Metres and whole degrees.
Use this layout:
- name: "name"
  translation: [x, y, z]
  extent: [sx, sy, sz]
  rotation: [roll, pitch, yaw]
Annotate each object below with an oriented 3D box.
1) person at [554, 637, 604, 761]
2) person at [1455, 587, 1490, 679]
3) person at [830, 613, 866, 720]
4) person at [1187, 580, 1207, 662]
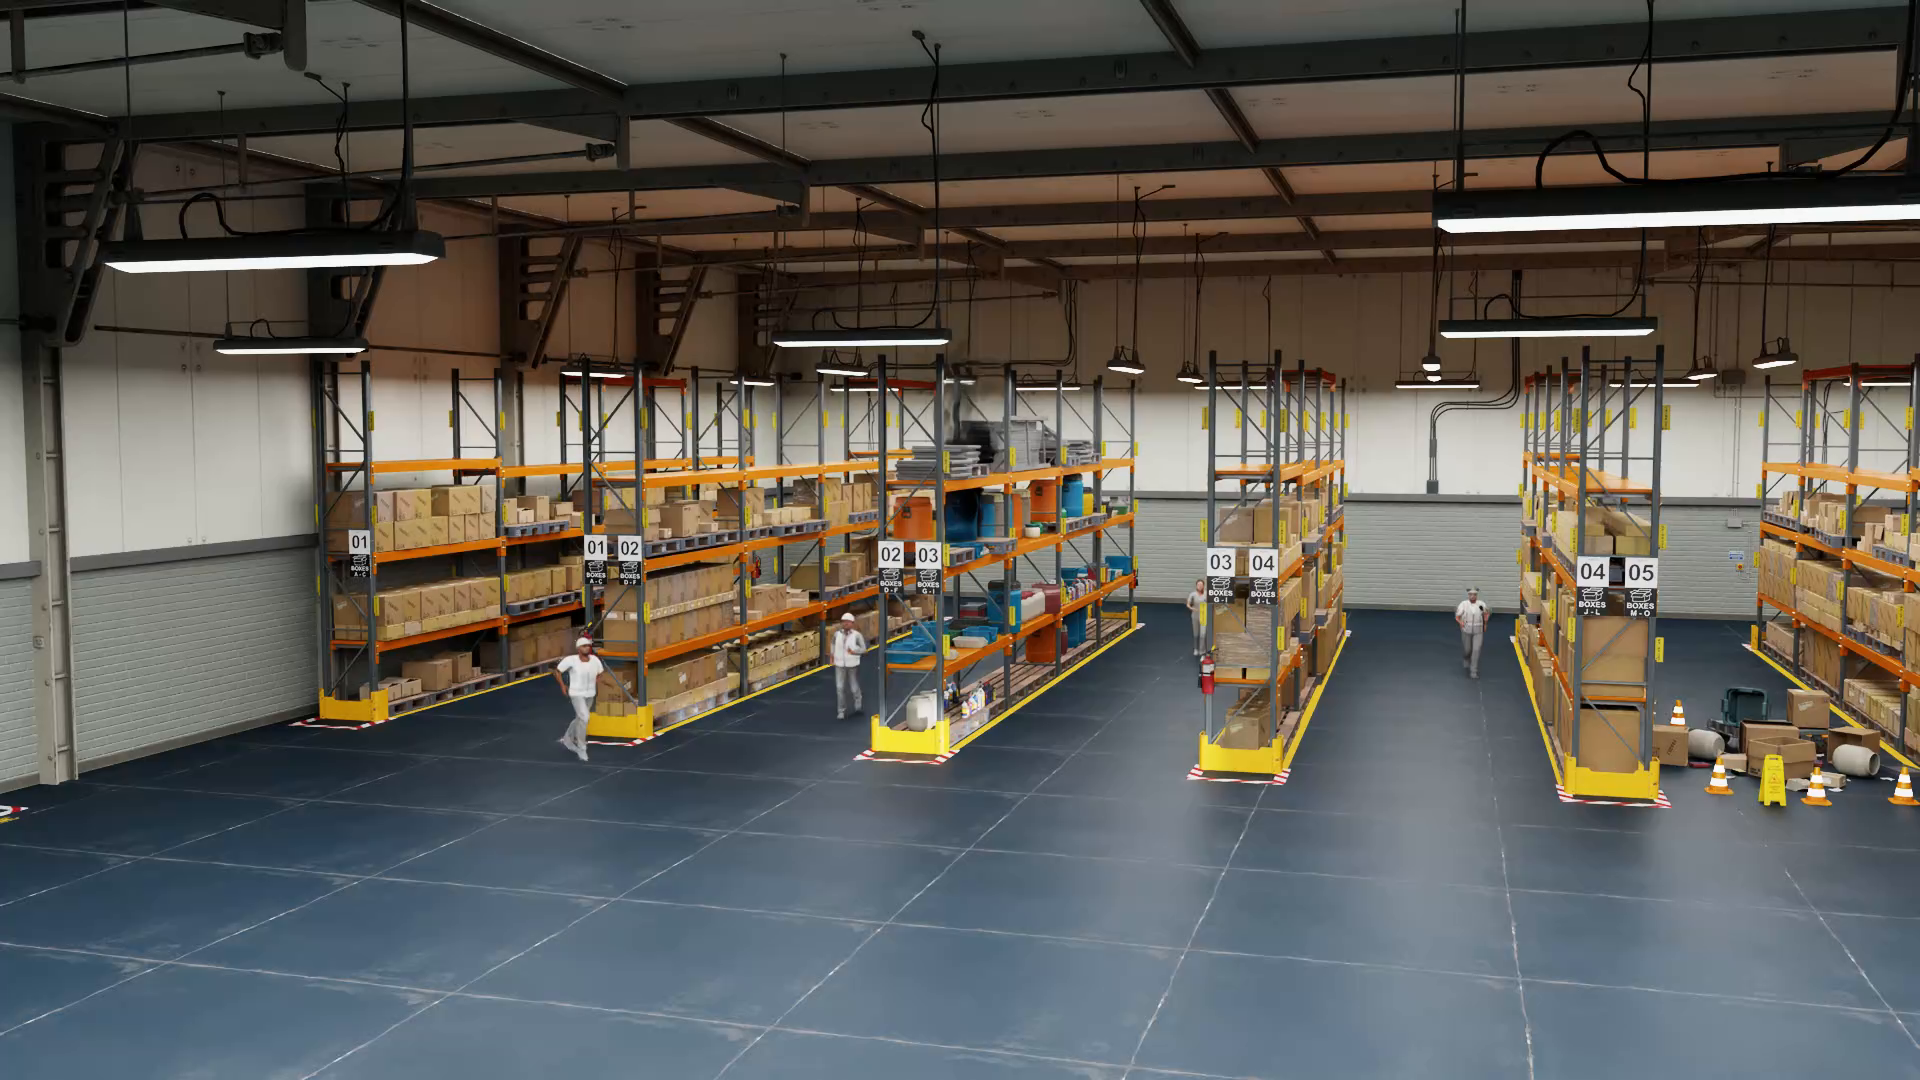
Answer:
- name: "person"
  translation: [-5.658, 2.351, 24.886]
  extent: [0.788, 1.821, 0.697]
  rotation: [4, 5, 41]
- name: "person"
  translation: [10.065, 1.803, 32.653]
  extent: [0.663, 1.783, 0.832]
  rotation: [1, 4, 14]
- name: "person"
  translation: [-1.906, 2.113, 28.061]
  extent: [0.667, 1.750, 0.894]
  rotation: [1, 4, 9]
- name: "person"
  translation: [5.052, 1.671, 34.938]
  extent: [0.583, 1.692, 0.847]
  rotation: [1, 4, 10]
